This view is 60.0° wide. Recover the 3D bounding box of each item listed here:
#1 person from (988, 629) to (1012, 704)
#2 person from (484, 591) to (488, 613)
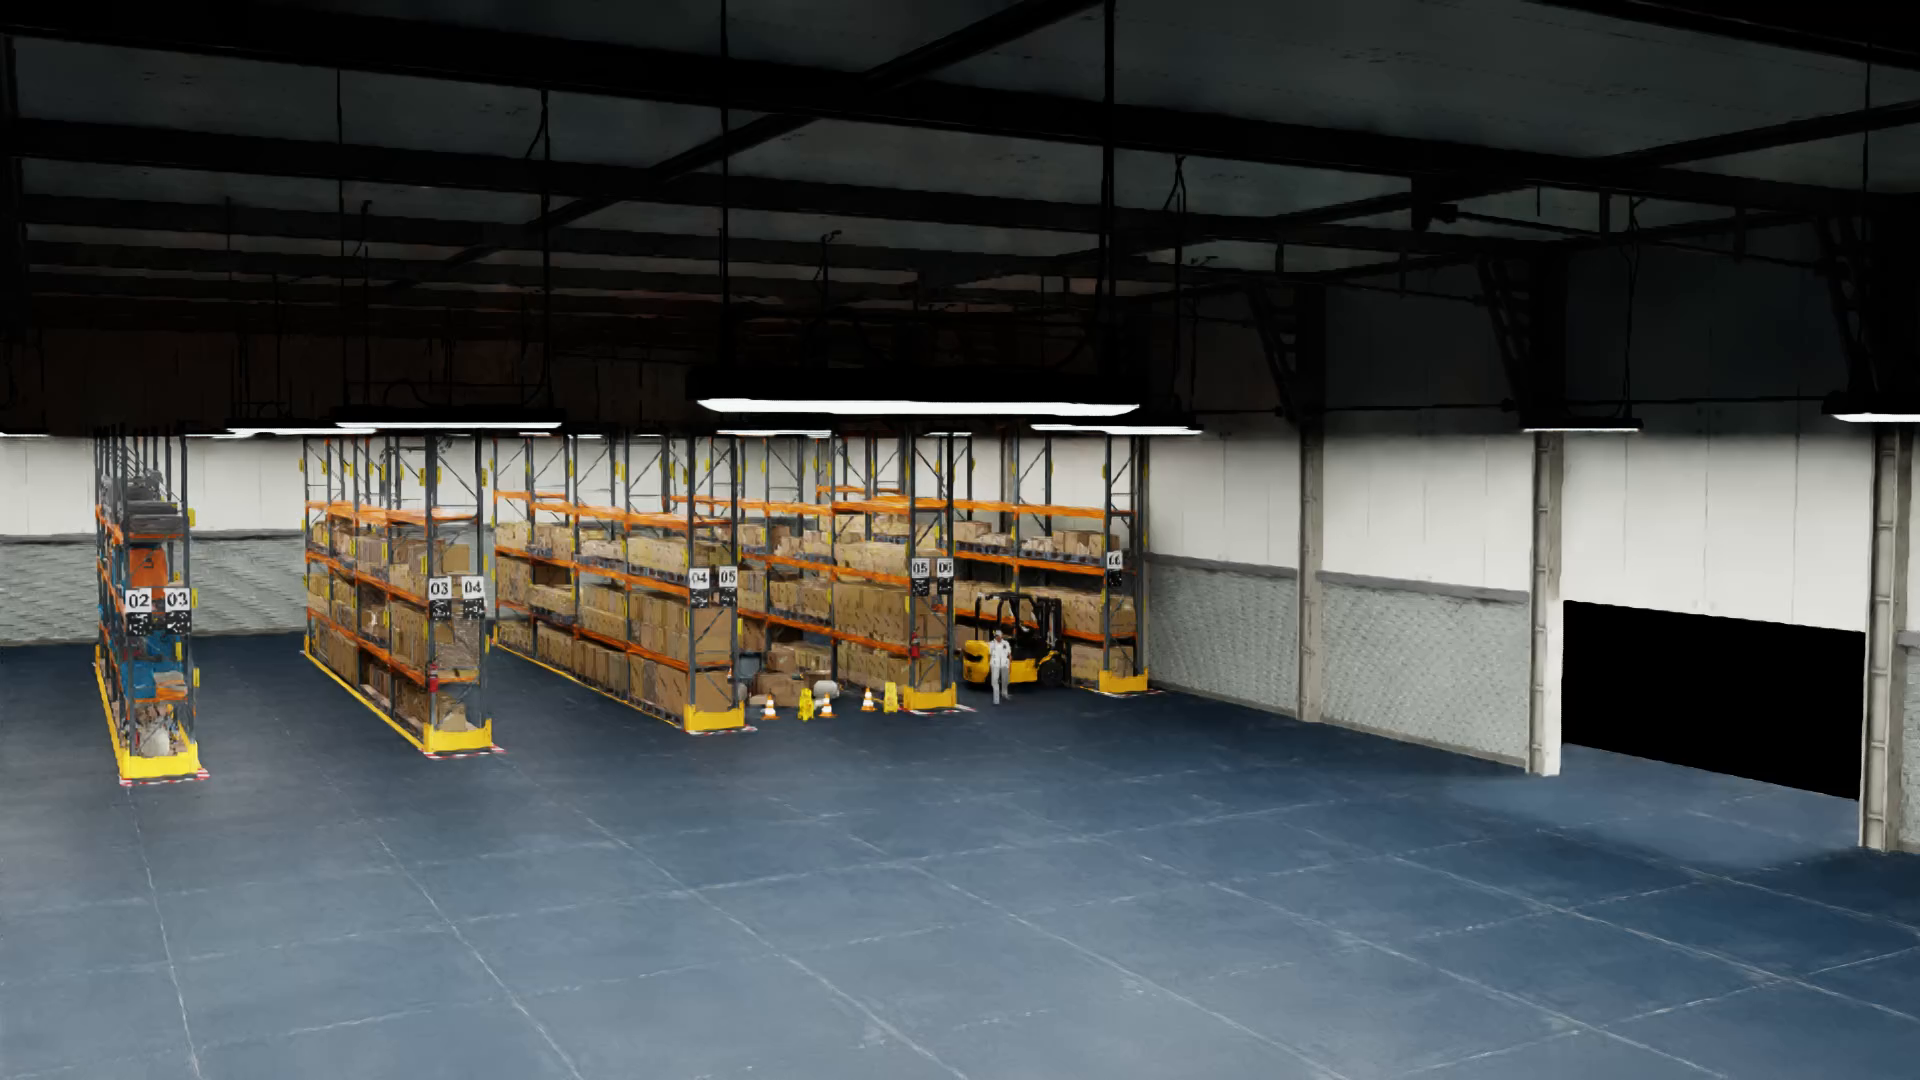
[{"bbox_3d":[0.891,2.725,36.111,0.554,1.621,0.894,0,3,-5],"label":"person"},{"bbox_3d":[-13.924,1.959,47.845,0.707,1.751,0.662,0,3,-1],"label":"person"}]
